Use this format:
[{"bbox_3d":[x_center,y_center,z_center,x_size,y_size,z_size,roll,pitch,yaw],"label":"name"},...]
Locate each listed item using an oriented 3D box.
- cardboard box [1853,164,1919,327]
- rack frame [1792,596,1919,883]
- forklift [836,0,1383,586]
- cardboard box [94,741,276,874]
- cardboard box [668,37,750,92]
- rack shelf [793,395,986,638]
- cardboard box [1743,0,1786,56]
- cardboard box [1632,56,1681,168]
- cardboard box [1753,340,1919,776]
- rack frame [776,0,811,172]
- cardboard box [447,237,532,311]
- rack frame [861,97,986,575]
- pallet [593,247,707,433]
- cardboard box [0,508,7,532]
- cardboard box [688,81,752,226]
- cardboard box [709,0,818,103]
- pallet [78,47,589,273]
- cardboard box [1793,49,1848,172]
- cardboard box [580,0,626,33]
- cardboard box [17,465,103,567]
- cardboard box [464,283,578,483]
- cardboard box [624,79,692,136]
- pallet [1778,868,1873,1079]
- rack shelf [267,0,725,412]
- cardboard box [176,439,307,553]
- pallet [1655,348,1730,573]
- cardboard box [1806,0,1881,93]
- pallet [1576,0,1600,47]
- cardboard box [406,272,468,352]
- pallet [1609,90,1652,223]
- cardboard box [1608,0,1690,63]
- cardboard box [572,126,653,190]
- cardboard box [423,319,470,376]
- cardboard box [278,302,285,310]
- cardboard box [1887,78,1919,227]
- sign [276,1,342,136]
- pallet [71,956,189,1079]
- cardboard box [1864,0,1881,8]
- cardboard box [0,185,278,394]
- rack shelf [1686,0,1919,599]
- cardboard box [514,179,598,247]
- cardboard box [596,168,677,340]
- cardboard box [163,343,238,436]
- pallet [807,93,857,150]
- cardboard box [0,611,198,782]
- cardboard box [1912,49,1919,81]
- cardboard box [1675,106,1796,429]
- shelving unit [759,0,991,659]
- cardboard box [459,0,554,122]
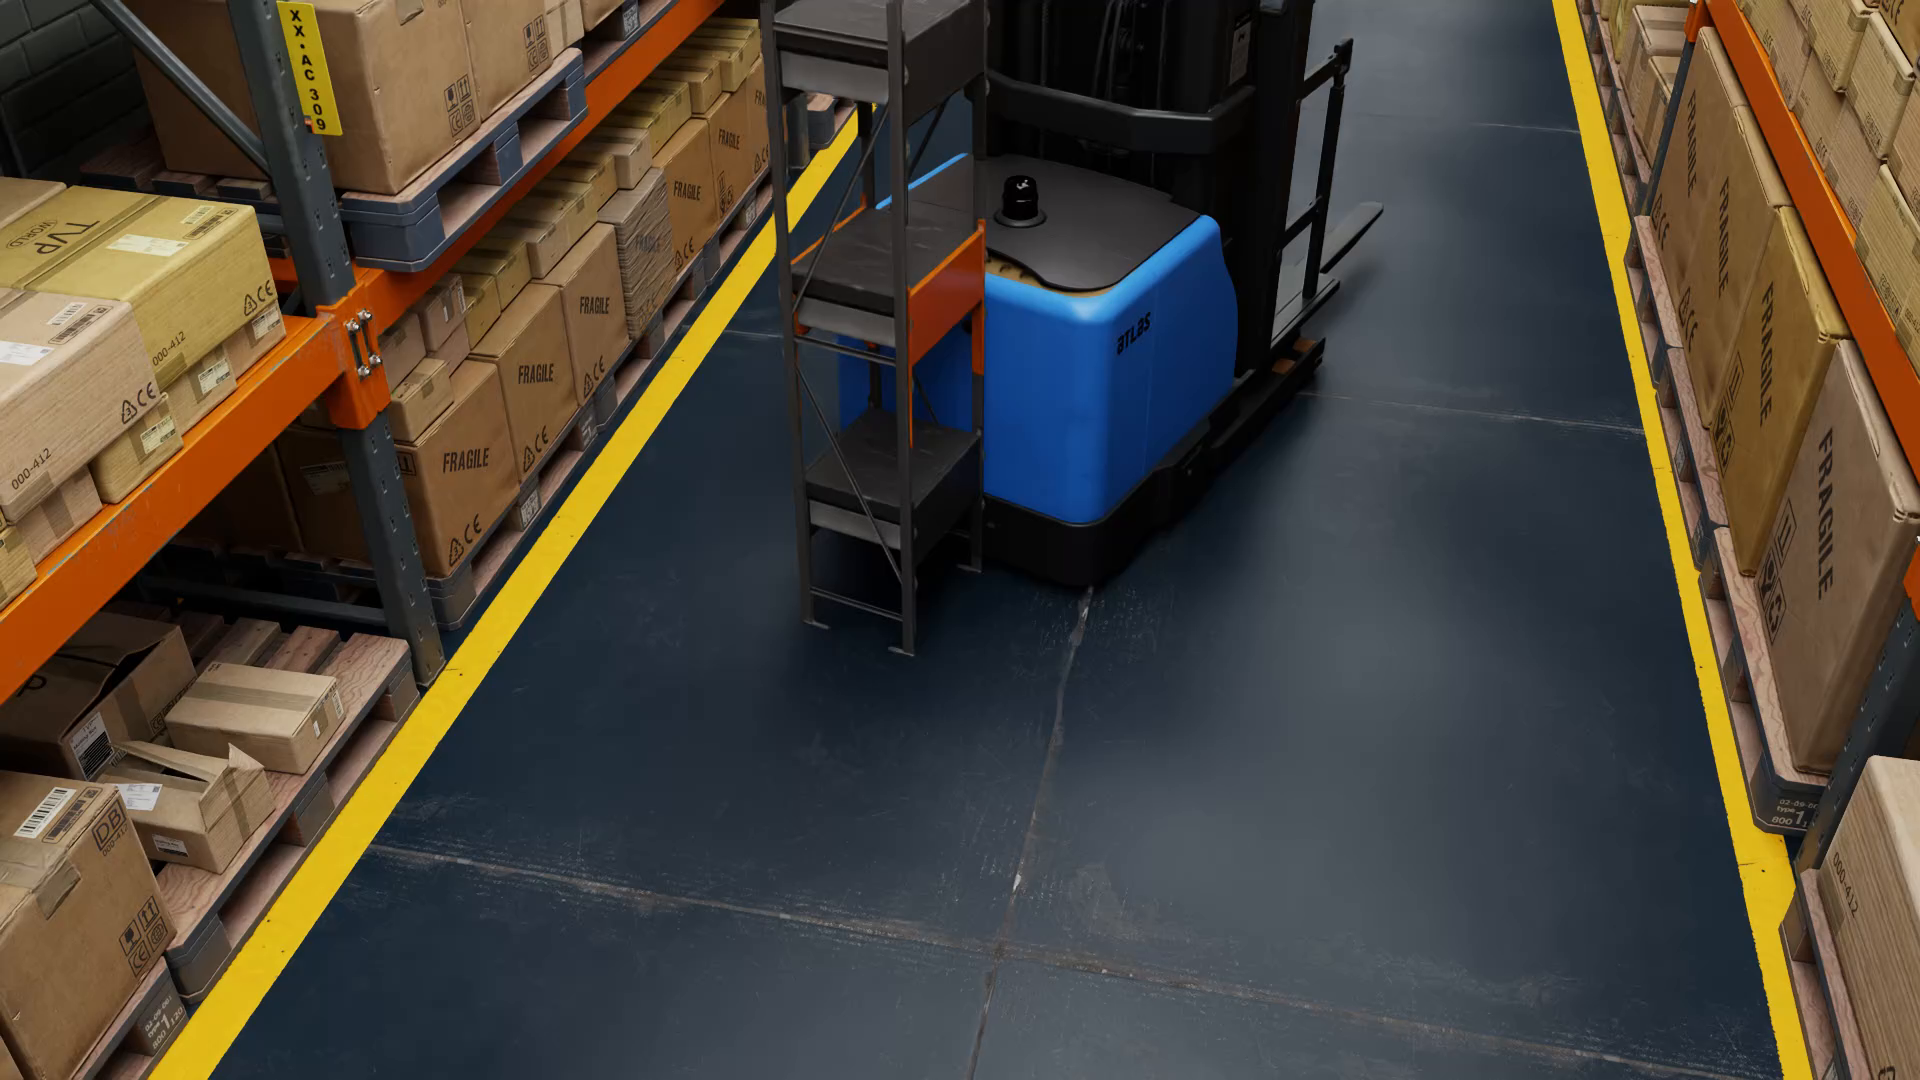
[{"bbox_3d":[2.701,-0.752,4.359,0.500,0.250,0.500,7,36,9],"label":"cardboard box"},{"bbox_3d":[2.741,-0.232,3.514,1.000,3.000,0.127,7,37,10],"label":"rack frame"},{"bbox_3d":[0.795,-1.867,5.829,1.130,2.935,3.031,21,41,26],"label":"forklift"},{"bbox_3d":[-2.017,0.646,4.275,0.396,0.266,0.258,9,37,12],"label":"cardboard box"},{"bbox_3d":[-1.141,-2.090,7.298,0.380,0.149,0.250,6,36,8],"label":"cardboard box"},{"bbox_3d":[-0.216,-0.082,5.290,0.431,0.518,0.480,16,39,21],"label":"rack shelf"},{"bbox_3d":[3.153,-1.919,5.969,0.500,0.250,0.500,6,36,9],"label":"cardboard box"},{"bbox_3d":[3.726,-1.954,7.771,0.950,0.372,0.625,5,36,7],"label":"cardboard box"},{"bbox_3d":[2.795,0.093,4.518,0.875,0.875,0.875,8,37,11],"label":"cardboard box"},{"bbox_3d":[-1.254,-3.145,7.533,1.000,3.000,0.127,7,37,10],"label":"rack frame"},{"bbox_3d":[-1.700,-0.921,5.684,0.380,0.149,0.250,7,36,9],"label":"cardboard box"},{"bbox_3d":[-0.108,-0.788,5.048,0.400,2.100,0.015,16,39,21],"label":"rack frame"},{"bbox_3d":[-1.714,-0.895,6.806,1.003,0.211,1.213,7,37,10],"label":"pallet"},{"bbox_3d":[-2.191,-0.016,3.090,0.500,0.250,0.500,7,37,10],"label":"cardboard box"},{"bbox_3d":[-1.252,-1.748,7.378,0.500,0.500,0.500,7,36,9],"label":"cardboard box"},{"bbox_3d":[-1.108,-2.709,8.598,0.875,0.625,0.625,8,37,11],"label":"cardboard box"},{"bbox_3d":[-1.831,-1.219,5.039,1.003,0.211,1.213,7,37,10],"label":"pallet"},{"bbox_3d":[2.933,-1.335,5.164,0.500,0.250,0.500,7,37,10],"label":"cardboard box"},{"bbox_3d":[-1.509,-2.059,5.591,0.700,0.500,0.500,7,37,10],"label":"cardboard box"},{"bbox_3d":[-2.079,-0.085,3.525,0.380,0.149,0.250,8,37,11],"label":"cardboard box"},{"bbox_3d":[-1.682,-0.565,5.746,0.500,0.500,0.500,7,36,9],"label":"cardboard box"},{"bbox_3d":[-1.341,-1.799,6.896,0.380,0.149,0.250,8,37,11],"label":"cardboard box"},{"bbox_3d":[2.502,1.323,3.744,1.003,0.211,1.213,7,37,10],"label":"pallet"},{"bbox_3d":[-1.682,-1.707,6.162,1.077,0.370,4.000,7,37,10],"label":"rack shelf"},{"bbox_3d":[-2.293,-0.328,5.419,0.500,0.500,0.500,7,37,10],"label":"cardboard box"},{"bbox_3d":[3.091,-0.256,5.923,1.003,0.211,1.213,7,37,10],"label":"pallet"},{"bbox_3d":[2.895,-1.538,5.017,0.500,0.250,0.500,8,37,11],"label":"cardboard box"},{"bbox_3d":[4.285,-3.243,10.044,1.003,0.211,1.213,7,37,10],"label":"pallet"},{"bbox_3d":[-1.764,-0.720,5.154,0.380,0.149,0.250,6,36,8],"label":"cardboard box"},{"bbox_3d":[3.764,-1.844,8.114,1.003,0.211,1.213,7,37,10],"label":"pallet"},{"bbox_3d":[4.043,-2.812,8.955,0.950,0.372,0.625,8,37,12],"label":"cardboard box"},{"bbox_3d":[-1.423,-1.494,6.475,0.380,0.149,0.250,6,36,8],"label":"cardboard box"},{"bbox_3d":[-1.789,-0.613,5.259,0.380,0.149,0.250,6,36,9],"label":"cardboard box"},{"bbox_3d":[-2.261,-0.671,5.339,0.380,0.149,0.250,7,37,10],"label":"cardboard box"},{"bbox_3d":[2.697,-0.944,4.199,0.500,0.250,0.500,8,37,11],"label":"cardboard box"},{"bbox_3d":[-1.577,-1.139,4.027,0.100,0.325,0.005,7,37,10],"label":"sign"},{"bbox_3d":[-2.515,1.372,3.677,1.003,0.211,1.213,7,37,10],"label":"pallet"},{"bbox_3d":[2.918,-1.849,4.808,0.500,0.500,0.500,8,37,11],"label":"cardboard box"},{"bbox_3d":[-1.979,-0.589,3.881,0.500,0.250,0.500,8,37,11],"label":"cardboard box"},{"bbox_3d":[3.168,-1.087,5.307,1.077,0.370,4.000,7,37,10],"label":"rack shelf"},{"bbox_3d":[-1.555,-1.201,6.071,0.380,0.149,0.250,9,37,12],"label":"cardboard box"},{"bbox_3d":[-1.454,-1.148,6.549,0.500,0.500,0.500,6,36,8],"label":"cardboard box"},{"bbox_3d":[-1.965,-0.384,3.937,0.380,0.149,0.250,8,37,11],"label":"cardboard box"},{"bbox_3d":[-1.040,-2.483,8.996,1.003,0.211,1.213,7,37,10],"label":"pallet"},{"bbox_3d":[-2.481,0.416,4.553,0.500,0.311,0.500,9,37,12],"label":"cardboard box"},{"bbox_3d":[2.695,-1.262,3.998,0.500,0.500,0.500,8,37,11],"label":"cardboard box"},{"bbox_3d":[3.172,-0.938,5.941,0.875,0.875,0.875,8,37,11],"label":"cardboard box"},{"bbox_3d":[-0.216,-0.660,4.871,0.431,2.100,0.503,16,39,21],"label":"shelving unit"},{"bbox_3d":[-1.676,-1.609,4.970,0.700,0.500,0.500,8,37,10],"label":"cardboard box"}]
